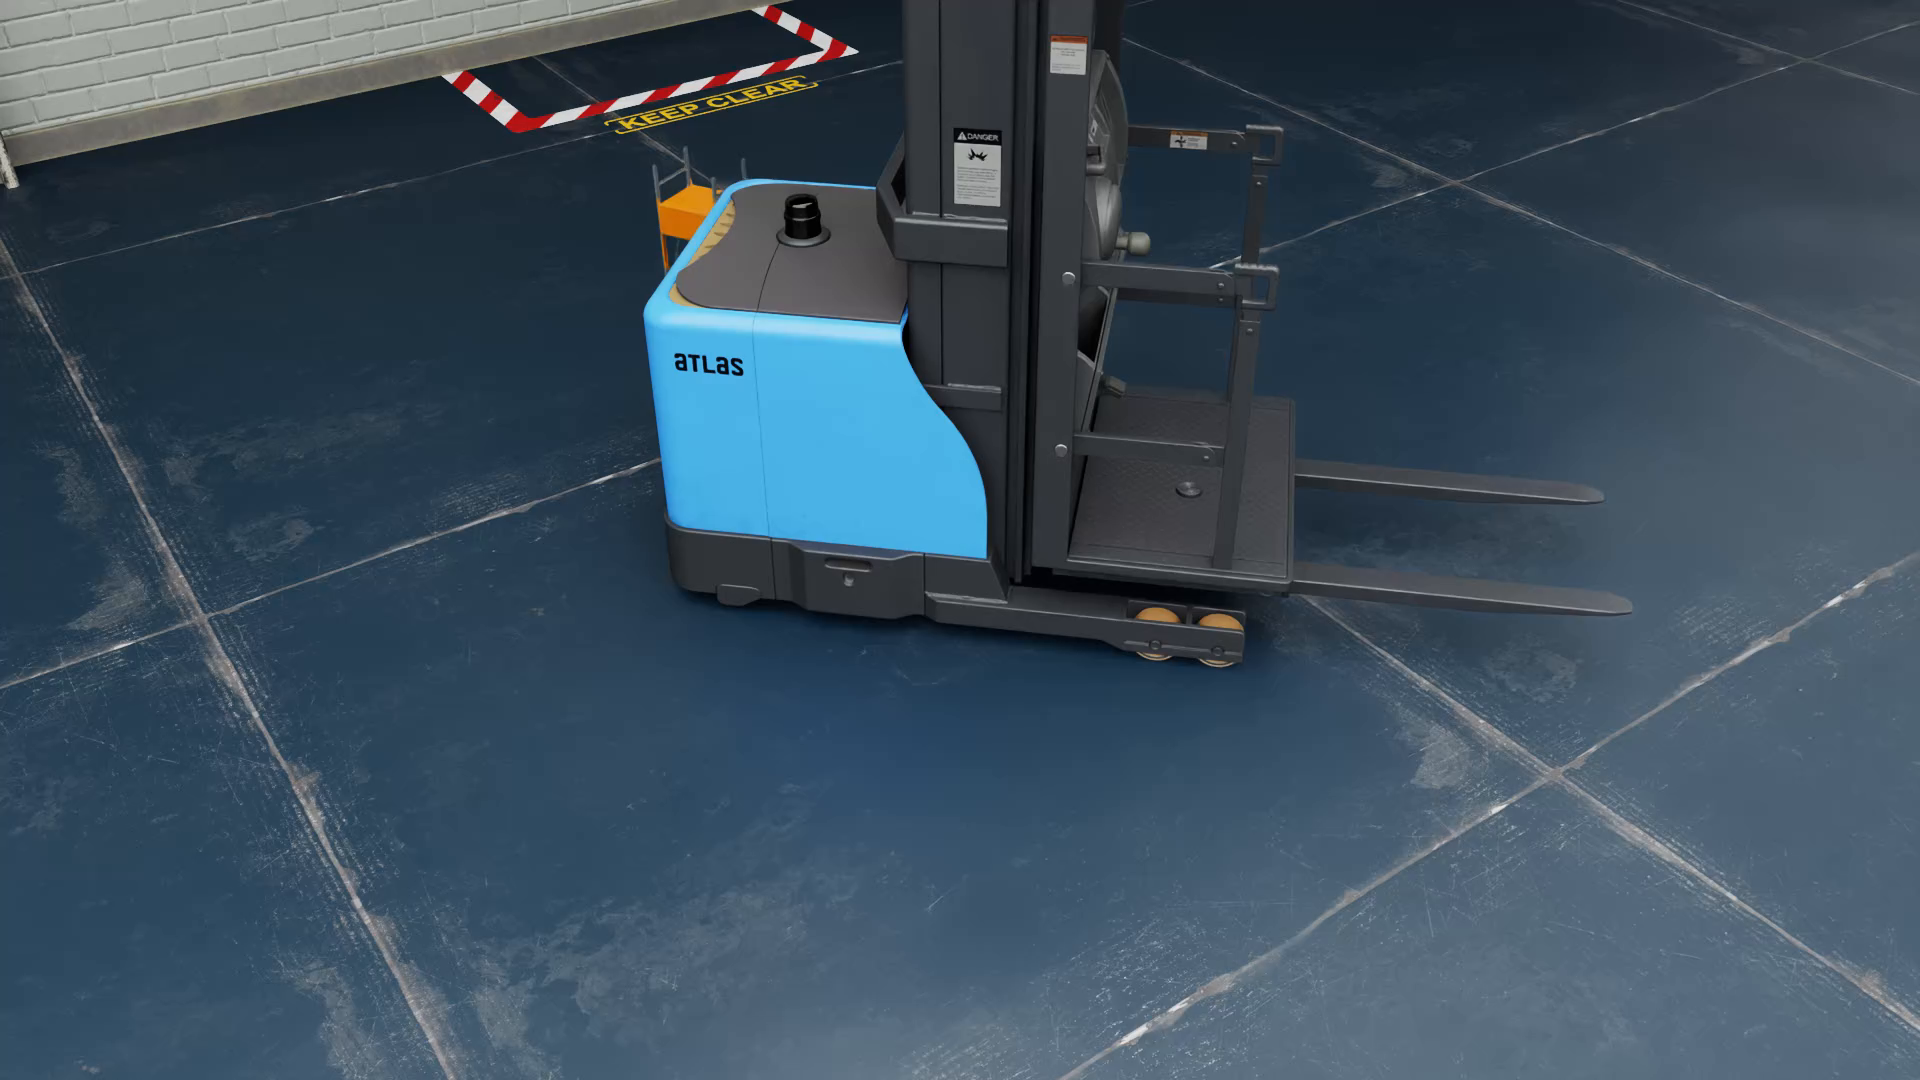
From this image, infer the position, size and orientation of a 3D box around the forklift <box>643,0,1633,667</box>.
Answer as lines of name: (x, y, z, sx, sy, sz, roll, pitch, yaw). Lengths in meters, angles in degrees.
forklift: (0.614, -1.129, 4.809, 3.031, 2.935, 1.130, 6, 36, 8)

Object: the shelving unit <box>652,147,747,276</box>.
shelving unit: (-0.904, -0.879, 6.068, 0.252, 1.050, 0.215, 16, 38, 22)

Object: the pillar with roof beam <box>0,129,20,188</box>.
pillar with roof beam: (-2.387, -3.344, 2.692, 0.400, 9.000, 9.100, -22, 41, -28)

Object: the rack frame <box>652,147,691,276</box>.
rack frame: (-1.012, -0.911, 6.115, 0.008, 1.050, 0.200, 16, 38, 22)

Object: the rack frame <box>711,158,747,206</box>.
rack frame: (-0.795, -0.848, 6.022, 0.008, 1.050, 0.200, 16, 38, 22)

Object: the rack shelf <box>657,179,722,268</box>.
rack shelf: (-0.905, -1.104, 5.913, 0.240, 0.259, 0.215, 16, 38, 22)
